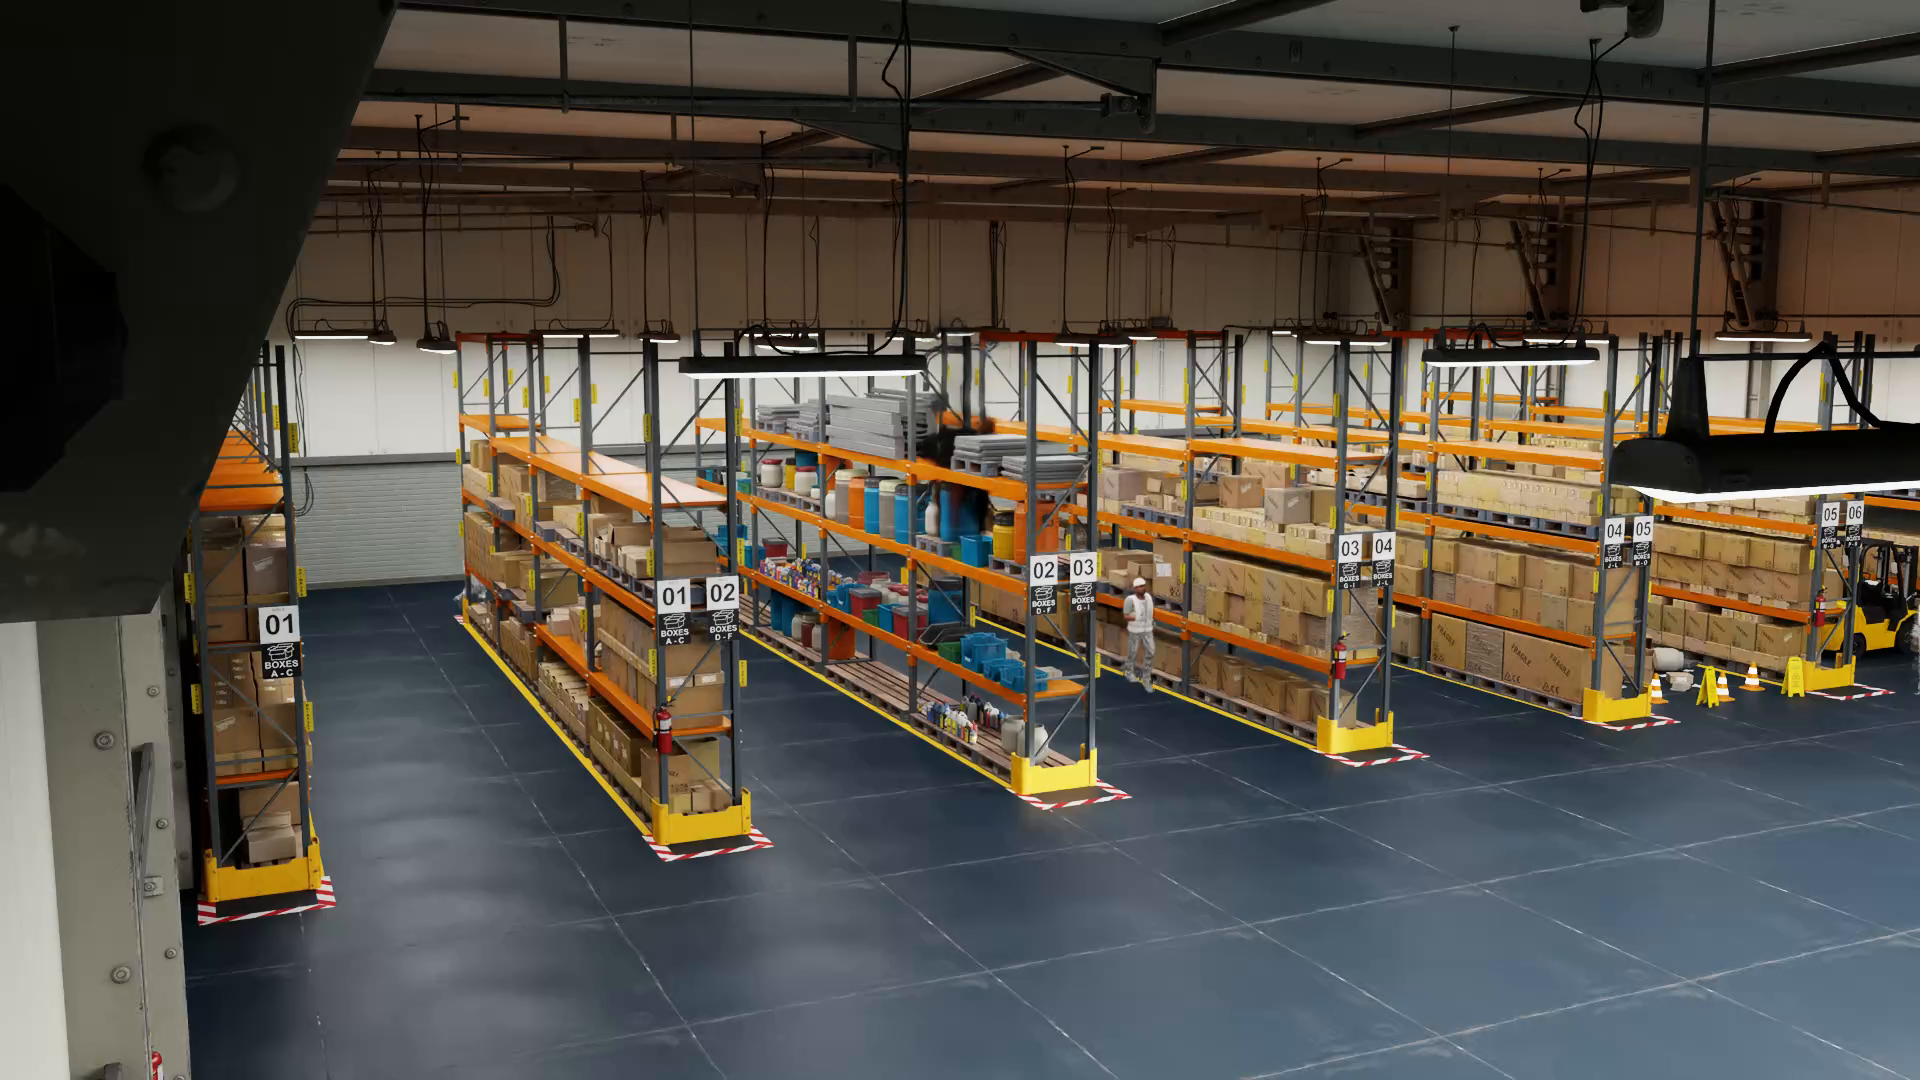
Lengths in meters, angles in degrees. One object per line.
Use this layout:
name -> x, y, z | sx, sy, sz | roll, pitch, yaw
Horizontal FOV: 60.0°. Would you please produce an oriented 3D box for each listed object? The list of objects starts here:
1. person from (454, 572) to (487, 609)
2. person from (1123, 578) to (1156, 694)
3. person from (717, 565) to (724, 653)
person -> -10.471, 0.655, 35.706 | 0.802, 1.769, 0.660 | -2, 8, -12
person -> 2.943, 1.549, 27.046 | 0.653, 1.890, 0.733 | -3, 8, -23
person -> -4.614, 1.280, 31.738 | 0.506, 1.630, 0.931 | -4, 9, -29
